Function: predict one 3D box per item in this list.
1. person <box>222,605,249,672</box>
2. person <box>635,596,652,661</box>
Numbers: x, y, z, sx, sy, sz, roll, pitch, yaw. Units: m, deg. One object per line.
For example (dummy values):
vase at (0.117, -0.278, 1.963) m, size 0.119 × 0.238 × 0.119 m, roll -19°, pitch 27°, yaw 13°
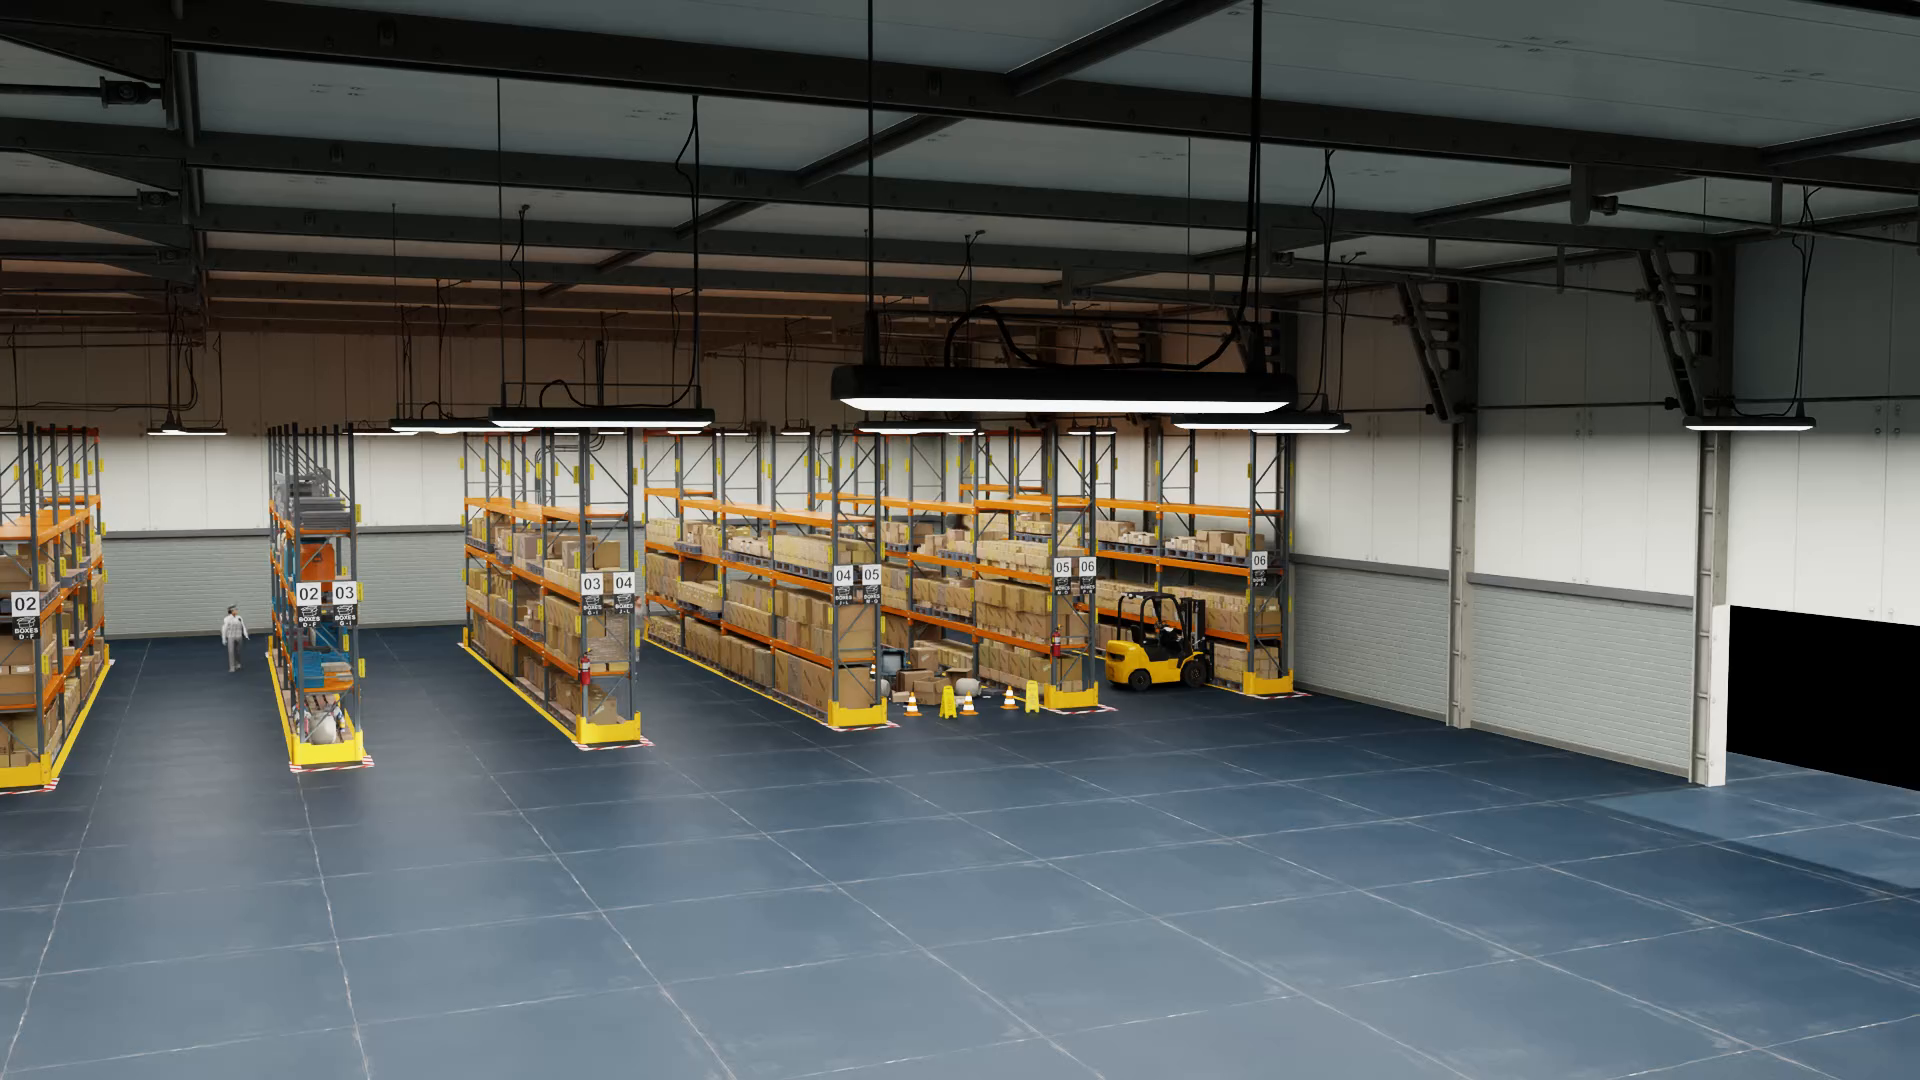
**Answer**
person at (-17.817, 2.396, 40.889) m, size 0.605 × 1.635 × 0.995 m, roll -2°, pitch 4°, yaw -25°
person at (-8.357, 2.279, 43.179) m, size 0.615 × 1.650 × 0.982 m, roll -1°, pitch 4°, yaw -20°
